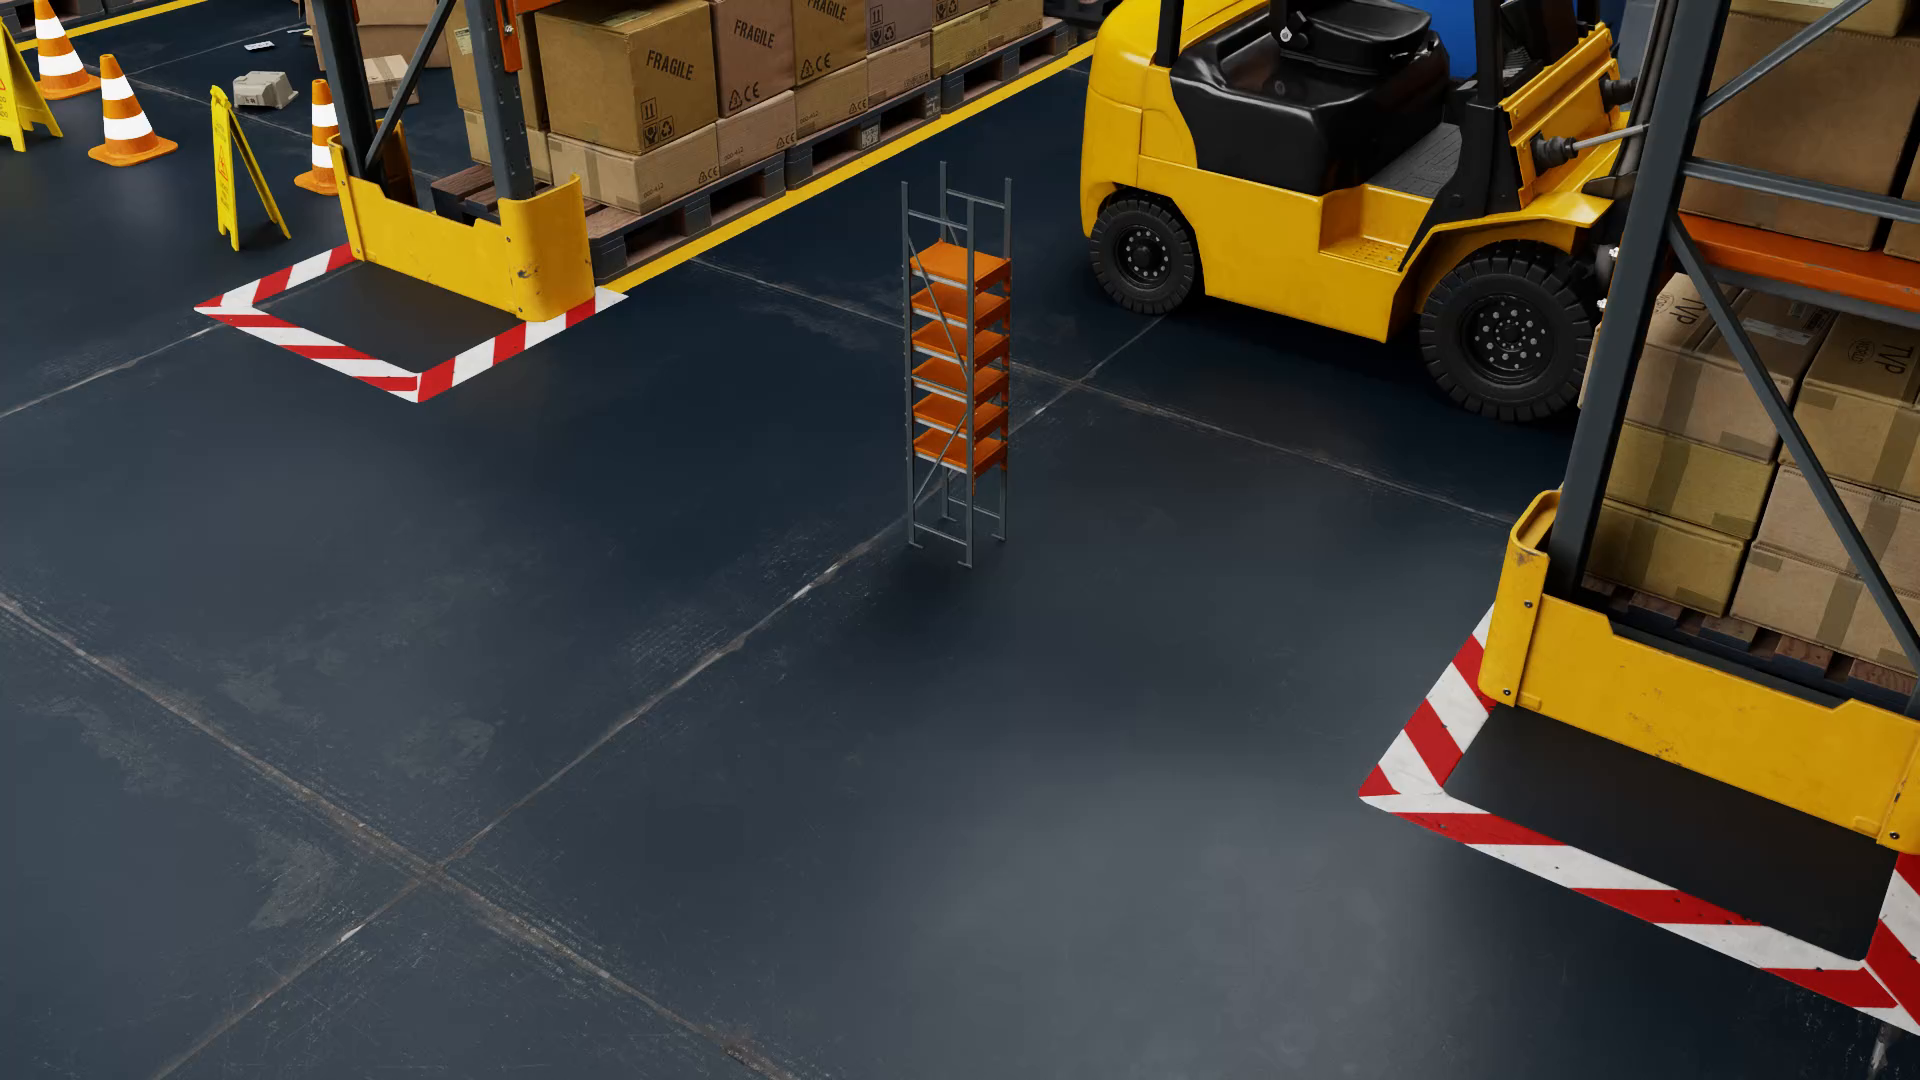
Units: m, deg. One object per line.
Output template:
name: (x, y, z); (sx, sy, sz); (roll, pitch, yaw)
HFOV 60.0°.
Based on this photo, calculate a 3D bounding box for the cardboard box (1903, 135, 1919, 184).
cardboard box: (2.381, -1.315, 4.427); (0.500, 0.500, 0.500); (23, 40, 30)

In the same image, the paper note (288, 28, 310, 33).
paper note: (-3.810, -2.937, 9.584); (0.123, 0.001, 0.032); (-15, 37, -21)

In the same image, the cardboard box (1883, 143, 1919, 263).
cardboard box: (2.524, -0.908, 3.825); (0.500, 0.500, 0.500); (23, 40, 30)

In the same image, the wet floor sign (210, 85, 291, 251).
wet floor sign: (-3.054, -1.590, 7.025); (0.232, 0.644, 0.267); (-22, 40, -29)

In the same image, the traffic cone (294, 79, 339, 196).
traffic cone: (-2.881, -1.870, 7.602); (0.336, 0.463, 0.334); (21, 39, 28)

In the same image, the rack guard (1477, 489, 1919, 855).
rack guard: (1.999, 0.320, 4.331); (1.175, 0.500, 0.348); (21, 39, 28)

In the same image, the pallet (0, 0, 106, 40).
pallet: (-5.799, -3.083, 9.621); (1.003, 0.211, 1.213); (21, 39, 28)

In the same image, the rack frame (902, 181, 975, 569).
rack frame: (-0.060, -0.448, 4.842); (0.240, 1.200, 0.006); (21, 39, 28)

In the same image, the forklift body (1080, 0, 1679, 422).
forklift body: (1.596, -1.831, 6.037); (2.313, 2.155, 1.214); (21, 39, 28)

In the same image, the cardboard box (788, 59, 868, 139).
cardboard box: (-0.782, -2.116, 7.781); (0.500, 0.250, 0.500); (24, 41, 31)

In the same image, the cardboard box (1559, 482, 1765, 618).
cardboard box: (2.021, -0.079, 4.769); (0.500, 0.250, 0.500); (22, 40, 28)

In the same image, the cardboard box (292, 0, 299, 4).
cardboard box: (-3.952, -3.609, 10.139); (0.500, 0.500, 0.500); (29, 44, 36)

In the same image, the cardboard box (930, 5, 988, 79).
cardboard box: (-0.198, -2.580, 8.468); (0.500, 0.250, 0.500); (20, 39, 27)

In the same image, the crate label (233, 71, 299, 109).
crate label: (-3.590, -2.314, 8.550); (0.250, 0.136, 0.298); (3, 34, 4)

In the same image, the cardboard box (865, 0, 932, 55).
cardboard box: (-0.481, -2.669, 7.930); (0.500, 0.500, 0.500); (24, 41, 31)

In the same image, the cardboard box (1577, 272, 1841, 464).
cardboard box: (2.019, -0.488, 4.480); (0.500, 0.250, 0.500); (23, 40, 30)

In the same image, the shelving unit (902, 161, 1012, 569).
shelving unit: (-0.008, -0.490, 4.904); (0.258, 1.200, 0.189); (21, 39, 28)

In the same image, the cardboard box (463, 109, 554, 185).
cardboard box: (-1.813, -1.815, 7.335); (0.500, 0.250, 0.500); (21, 39, 28)

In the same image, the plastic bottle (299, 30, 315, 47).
plastic bottle: (-3.616, -2.878, 9.451); (0.133, 0.061, 0.283); (8, 35, 12)

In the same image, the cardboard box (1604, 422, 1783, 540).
cardboard box: (2.034, -0.293, 4.639); (0.500, 0.250, 0.500); (21, 39, 28)

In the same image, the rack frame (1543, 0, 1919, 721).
rack frame: (2.013, -0.727, 3.647); (1.000, 3.000, 0.127); (21, 39, 28)

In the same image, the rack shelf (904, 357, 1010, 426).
rack shelf: (-0.008, -0.454, 4.929); (0.258, 0.103, 0.180); (21, 39, 28)

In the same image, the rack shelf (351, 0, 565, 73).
rack shelf: (-0.926, -2.933, 7.552); (1.077, 0.370, 4.000); (21, 39, 28)

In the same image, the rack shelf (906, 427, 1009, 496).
rack shelf: (-0.008, -0.255, 5.063); (0.258, 0.103, 0.180); (21, 39, 28)

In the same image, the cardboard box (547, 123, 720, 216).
cardboard box: (-1.380, -1.629, 7.060); (0.500, 0.250, 0.500); (21, 39, 28)

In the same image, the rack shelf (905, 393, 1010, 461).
rack shelf: (-0.008, -0.354, 4.996); (0.258, 0.103, 0.180); (21, 39, 28)

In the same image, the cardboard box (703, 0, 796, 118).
cardboard box: (-1.072, -2.192, 7.224); (0.500, 0.500, 0.500); (20, 39, 27)

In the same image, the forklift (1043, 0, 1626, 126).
forklift: (1.819, -3.698, 8.102); (3.031, 2.935, 1.130); (18, 38, 25)

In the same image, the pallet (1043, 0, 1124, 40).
pallet: (0.657, -3.355, 10.023); (1.003, 0.211, 1.213); (21, 39, 28)

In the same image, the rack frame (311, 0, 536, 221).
rack frame: (-2.067, -2.311, 5.989); (1.000, 3.000, 0.127); (21, 39, 28)

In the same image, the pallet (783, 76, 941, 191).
pallet: (-0.835, -2.112, 8.185); (1.003, 0.211, 1.213); (21, 39, 28)

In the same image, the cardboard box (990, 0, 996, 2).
cardboard box: (0.097, -3.139, 8.624); (0.500, 0.500, 0.500); (21, 39, 28)
